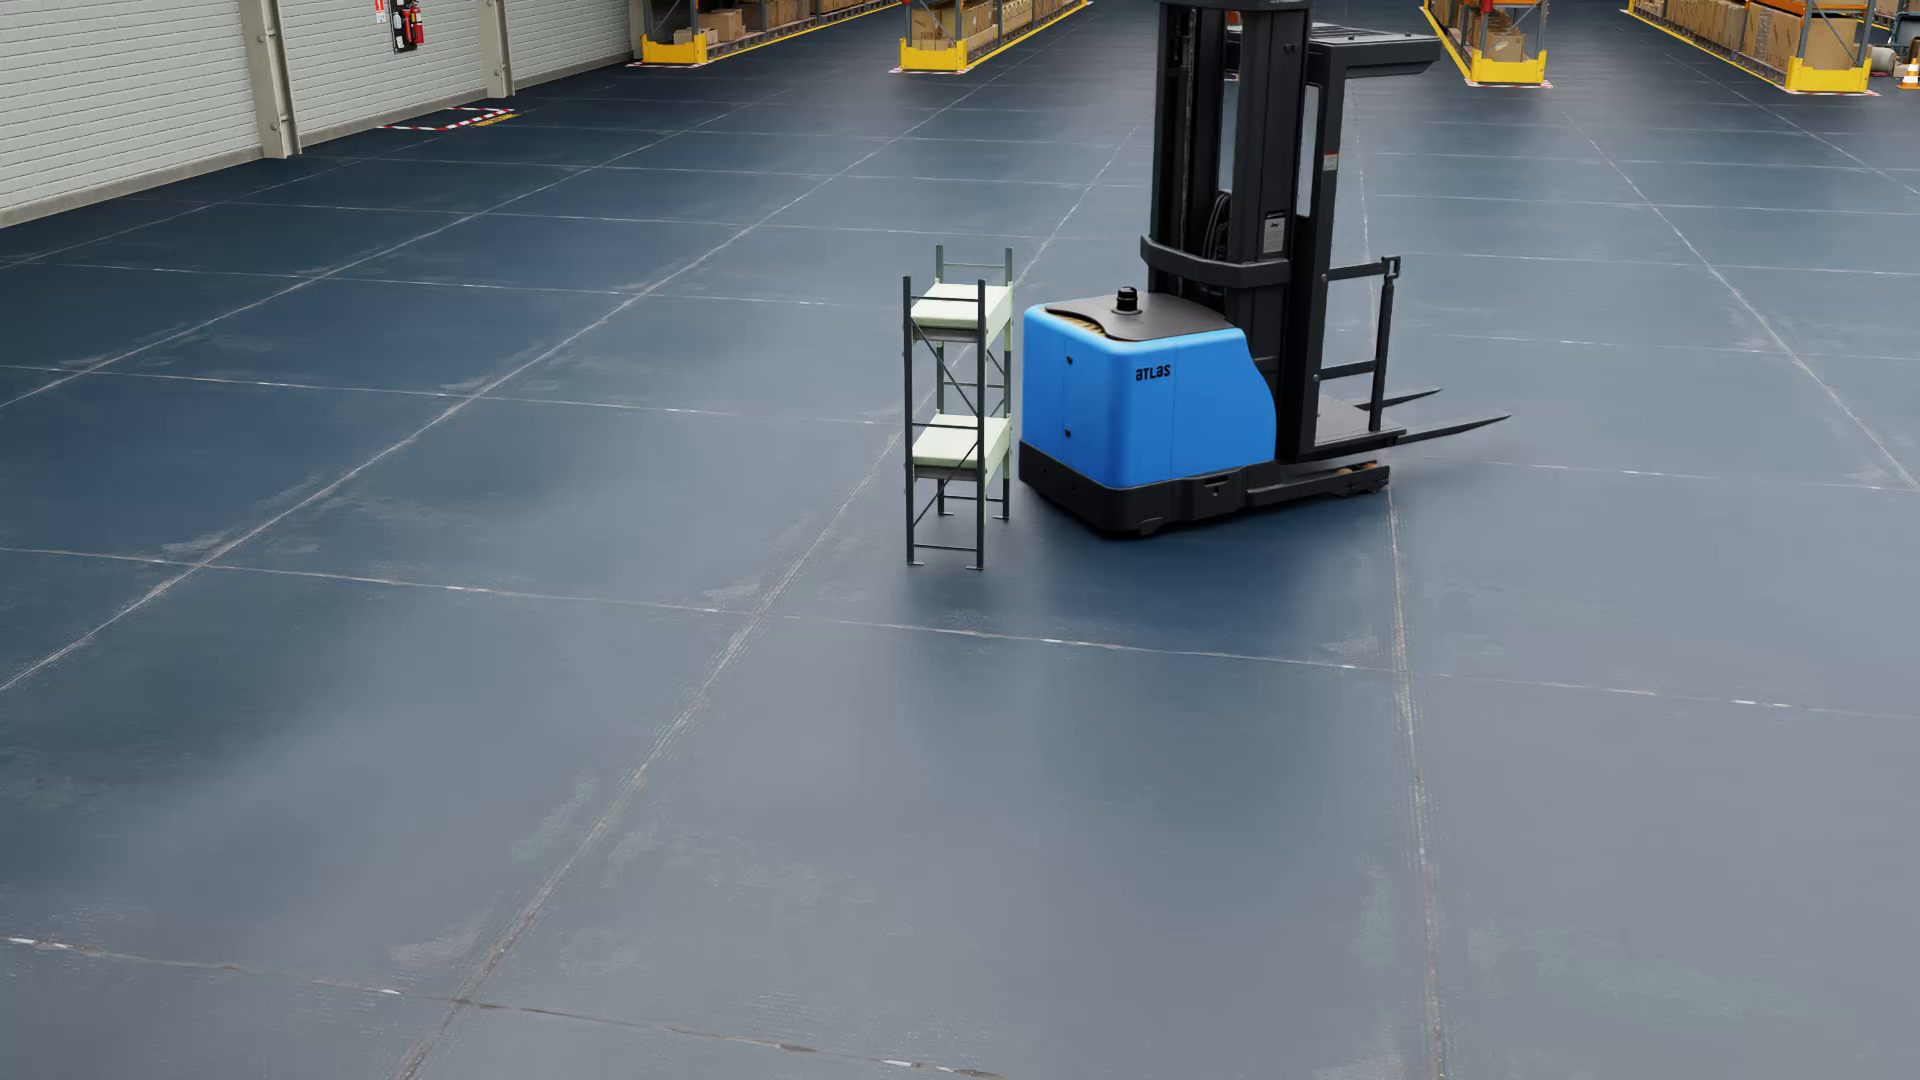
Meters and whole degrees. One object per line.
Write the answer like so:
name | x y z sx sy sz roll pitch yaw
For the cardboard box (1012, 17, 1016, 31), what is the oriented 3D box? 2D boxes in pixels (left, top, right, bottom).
cardboard box | 0.877 -10.776 34.715 0.500 0.250 0.500 4 22 9

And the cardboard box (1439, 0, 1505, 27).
cardboard box | 11.019 -11.518 35.720 1.225 0.875 0.875 3 22 8

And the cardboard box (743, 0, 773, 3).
cardboard box | -4.286 -11.552 35.276 0.500 0.250 0.500 4 22 10

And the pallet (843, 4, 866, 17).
pallet | -2.957 -13.073 41.030 1.003 0.211 1.213 4 22 11

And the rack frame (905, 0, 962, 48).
rack frame | -0.472 -9.889 29.393 1.000 3.000 0.127 4 22 11

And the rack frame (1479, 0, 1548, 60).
rack frame | 9.225 -9.133 27.514 1.000 3.000 0.127 4 22 11

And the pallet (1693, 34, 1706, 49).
pallet | 15.458 -10.067 33.568 1.003 0.211 1.213 4 22 11

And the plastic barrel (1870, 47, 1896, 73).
plastic barrel | 16.146 -8.454 29.277 0.421 0.421 0.512 -16 27 -35

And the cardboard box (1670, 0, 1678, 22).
cardboard box | 15.992 -11.698 36.668 0.500 0.500 0.500 5 23 13

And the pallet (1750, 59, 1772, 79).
pallet | 14.398 -8.167 28.850 1.003 0.211 1.213 4 22 11

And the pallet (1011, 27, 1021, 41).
pallet | 0.703 -10.779 35.334 1.003 0.211 1.213 4 22 11

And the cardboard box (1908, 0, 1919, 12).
cardboard box | 21.327 -11.742 36.276 0.875 0.875 0.875 5 23 13

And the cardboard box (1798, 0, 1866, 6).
cardboard box | 14.091 -8.926 26.801 0.875 0.550 0.550 4 22 11

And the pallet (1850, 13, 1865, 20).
pallet | 22.105 -12.637 39.948 1.003 0.211 1.213 4 22 11

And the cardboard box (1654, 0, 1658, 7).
cardboard box | 16.342 -12.455 38.620 0.380 0.149 0.250 4 22 9

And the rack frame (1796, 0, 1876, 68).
rack frame | 14.060 -8.718 26.484 1.000 3.000 0.127 4 22 11

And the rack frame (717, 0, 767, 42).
rack frame | -4.506 -11.728 33.959 1.000 3.000 0.127 4 22 11

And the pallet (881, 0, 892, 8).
pallet | -2.395 -14.080 43.532 1.003 0.211 1.213 4 22 11

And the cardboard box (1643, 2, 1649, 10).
cardboard box | 16.633 -12.811 39.901 0.380 0.149 0.250 3 22 8

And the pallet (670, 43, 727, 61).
pallet | -5.106 -9.294 31.648 1.003 0.211 1.213 4 22 11

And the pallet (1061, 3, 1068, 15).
pallet | 2.118 -13.235 41.434 1.003 0.211 1.213 4 22 11

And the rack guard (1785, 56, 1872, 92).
rack guard | 14.055 -7.549 26.929 1.175 0.500 0.348 4 22 11

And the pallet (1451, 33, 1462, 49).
pallet | 10.445 -10.034 33.486 1.003 0.211 1.213 4 22 11

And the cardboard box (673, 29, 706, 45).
cardboard box | -5.093 -9.468 31.359 0.500 0.311 0.500 2 22 5

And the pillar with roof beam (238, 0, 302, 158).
pillar with roof beam | -4.261 -8.653 18.294 9.100 9.000 0.400 4 22 11

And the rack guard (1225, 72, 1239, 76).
rack guard | 4.346 -8.382 28.997 1.175 0.500 0.348 4 22 11

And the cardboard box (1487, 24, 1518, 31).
cardboard box | 9.761 -9.044 30.079 0.500 0.500 0.500 2 22 6

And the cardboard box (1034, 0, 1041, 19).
cardboard box | 1.533 -12.004 37.402 0.500 0.500 0.500 5 23 13

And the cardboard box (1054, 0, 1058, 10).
cardboard box | 2.047 -12.940 39.725 0.500 0.500 0.500 5 22 11

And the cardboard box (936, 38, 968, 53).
cardboard box | -0.145 -8.988 30.273 0.500 0.250 0.500 4 22 11

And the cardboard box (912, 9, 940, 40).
cardboard box | -0.654 -9.375 30.231 0.500 0.500 0.500 4 22 11

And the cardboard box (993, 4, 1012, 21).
cardboard box | 0.780 -10.846 34.137 0.500 0.311 0.500 4 22 10

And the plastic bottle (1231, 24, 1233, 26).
plastic bottle | 5.202 -9.702 31.885 0.144 0.351 0.185 4 22 11

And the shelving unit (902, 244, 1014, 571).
shelving unit | -0.001 -0.693 8.567 0.431 1.500 0.755 4 22 11

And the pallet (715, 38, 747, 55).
pallet | -4.855 -9.739 32.753 1.003 0.211 1.213 4 22 11

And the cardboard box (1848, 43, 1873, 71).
cardboard box | 15.564 -8.376 28.979 0.500 0.500 0.500 8 23 20

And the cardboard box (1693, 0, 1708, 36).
cardboard box | 15.480 -10.579 33.554 1.050 0.750 0.750 4 22 10

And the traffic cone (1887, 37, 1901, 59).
traffic cone | 17.705 -9.406 31.589 0.336 0.463 0.334 4 22 11

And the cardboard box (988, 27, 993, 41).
cardboard box | 0.352 -9.903 32.546 0.500 0.250 0.500 4 22 11

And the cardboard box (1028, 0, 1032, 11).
cardboard box | 1.294 -11.784 36.466 0.500 0.311 0.500 5 22 12

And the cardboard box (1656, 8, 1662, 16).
cardboard box | 16.255 -12.148 38.256 0.380 0.149 0.250 5 22 12

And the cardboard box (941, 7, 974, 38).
cardboard box | -0.045 -9.518 30.587 0.500 0.500 0.500 4 22 11

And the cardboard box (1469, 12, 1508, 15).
cardboard box | 10.303 -10.036 32.515 0.700 0.500 0.500 4 22 11

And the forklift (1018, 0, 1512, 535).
forklift | 1.880 -1.760 9.300 3.031 2.935 1.130 -11 25 -26

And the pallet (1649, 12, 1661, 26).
pallet | 16.611 -12.061 38.518 1.003 0.211 1.213 4 22 11

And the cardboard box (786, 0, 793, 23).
cardboard box | -4.078 -11.605 36.411 0.700 0.500 0.500 4 22 11
